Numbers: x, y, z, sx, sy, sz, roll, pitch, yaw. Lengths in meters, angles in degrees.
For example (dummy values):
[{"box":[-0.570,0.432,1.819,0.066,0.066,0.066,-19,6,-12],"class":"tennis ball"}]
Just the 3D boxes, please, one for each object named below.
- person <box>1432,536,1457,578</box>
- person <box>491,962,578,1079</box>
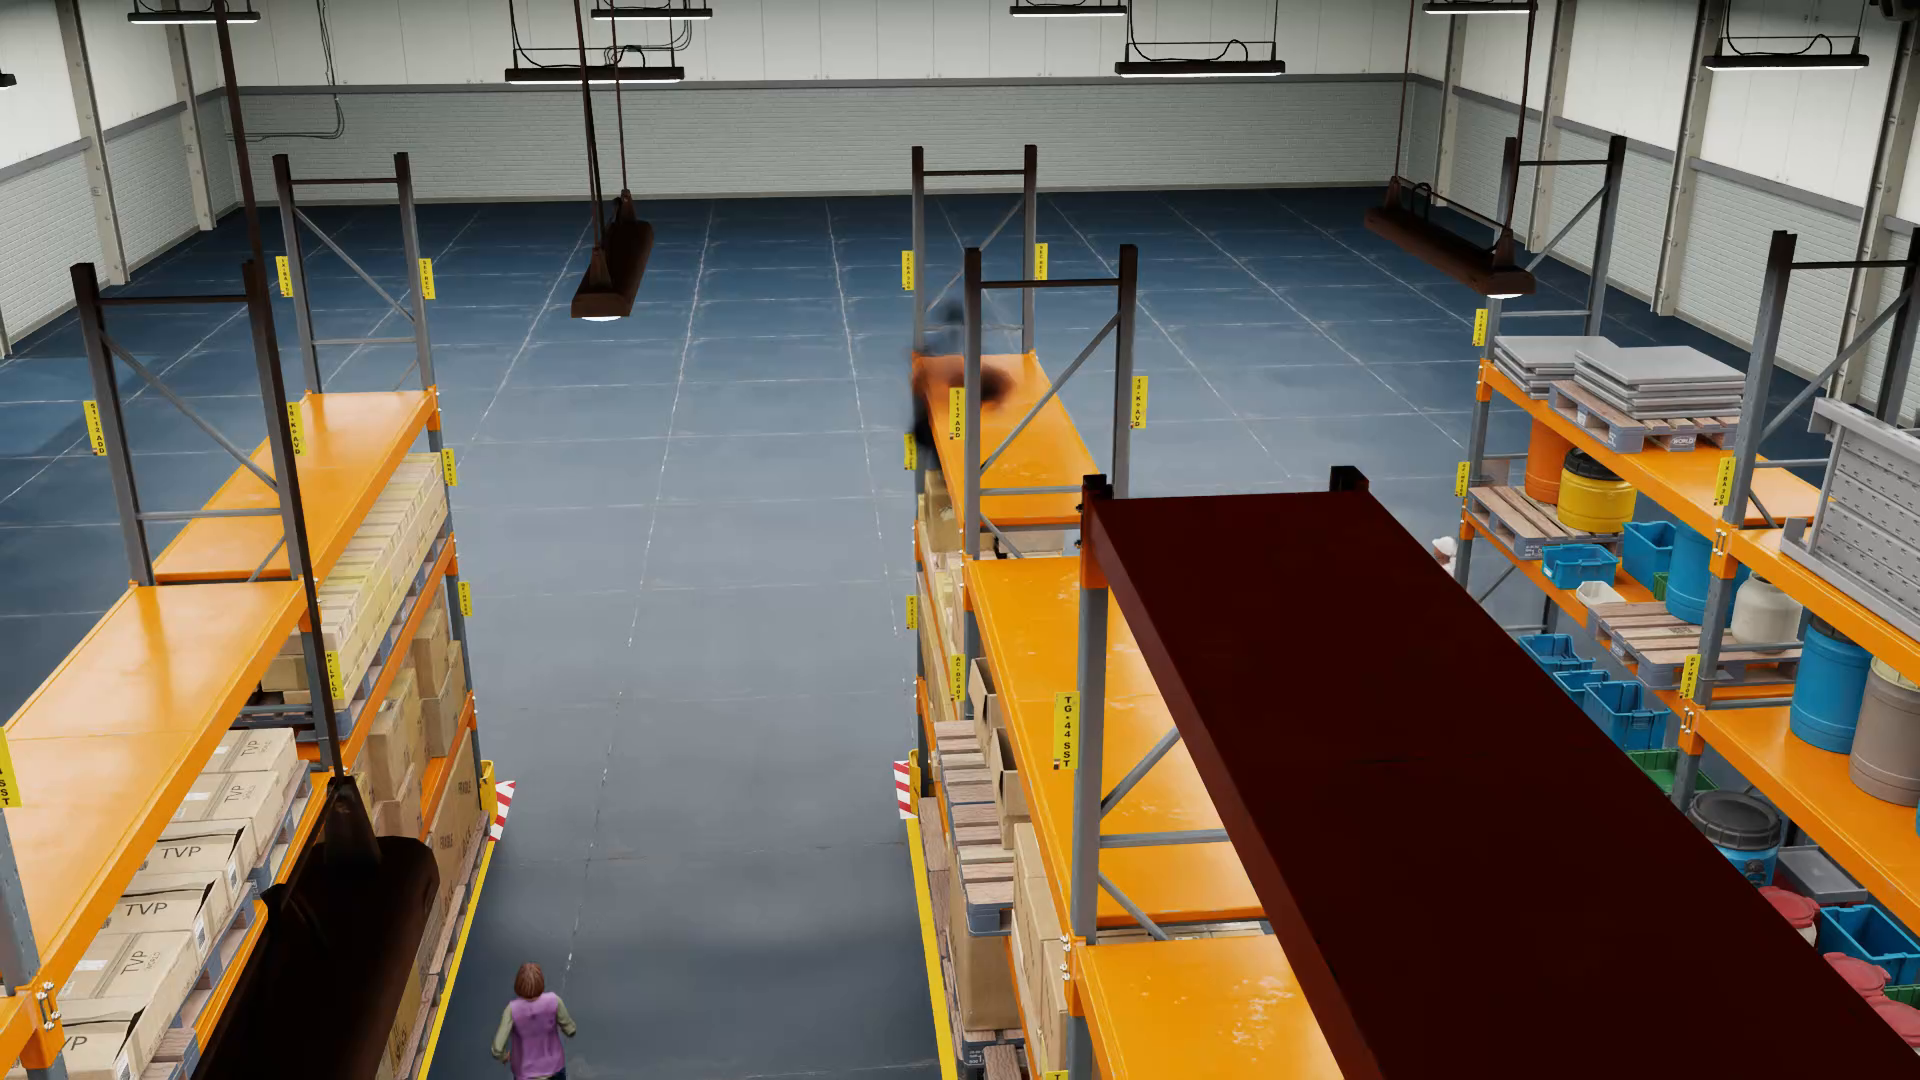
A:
[{"box":[4.994,0.811,17.200,0.823,1.803,0.684,12,25,28],"class":"person"},{"box":[-2.723,3.443,10.756,0.538,1.605,0.877,-6,22,-14],"class":"person"}]
